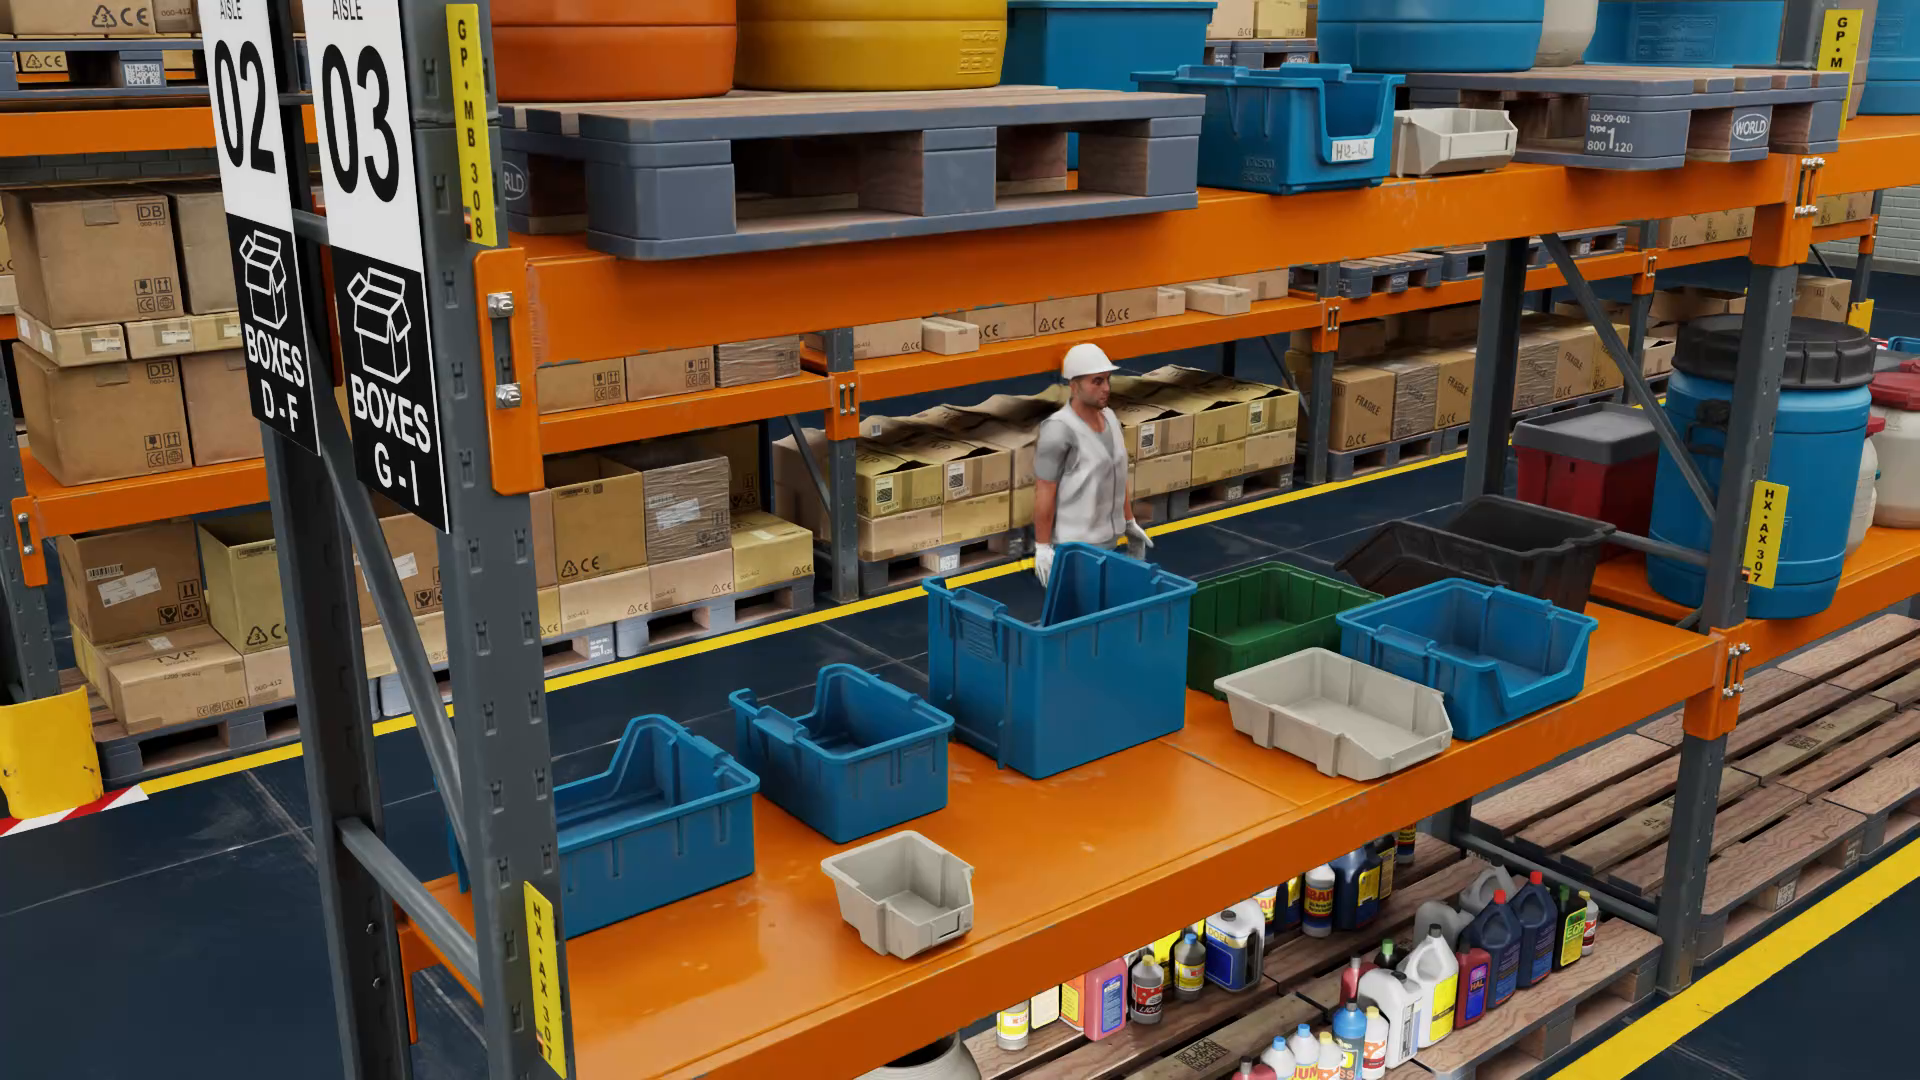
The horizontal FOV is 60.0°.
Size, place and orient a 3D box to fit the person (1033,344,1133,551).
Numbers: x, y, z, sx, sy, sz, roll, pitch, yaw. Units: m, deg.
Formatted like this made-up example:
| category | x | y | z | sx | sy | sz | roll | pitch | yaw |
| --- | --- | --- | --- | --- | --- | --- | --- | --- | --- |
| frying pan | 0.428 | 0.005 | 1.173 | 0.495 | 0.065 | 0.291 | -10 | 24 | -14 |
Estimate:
| category | x | y | z | sx | sy | sz | roll | pitch | yaw |
| --- | --- | --- | --- | --- | --- | --- | --- | --- | --- |
| person | 0.650 | 0.019 | 7.393 | 0.760 | 1.778 | 0.544 | 12 | 21 | 33 |
